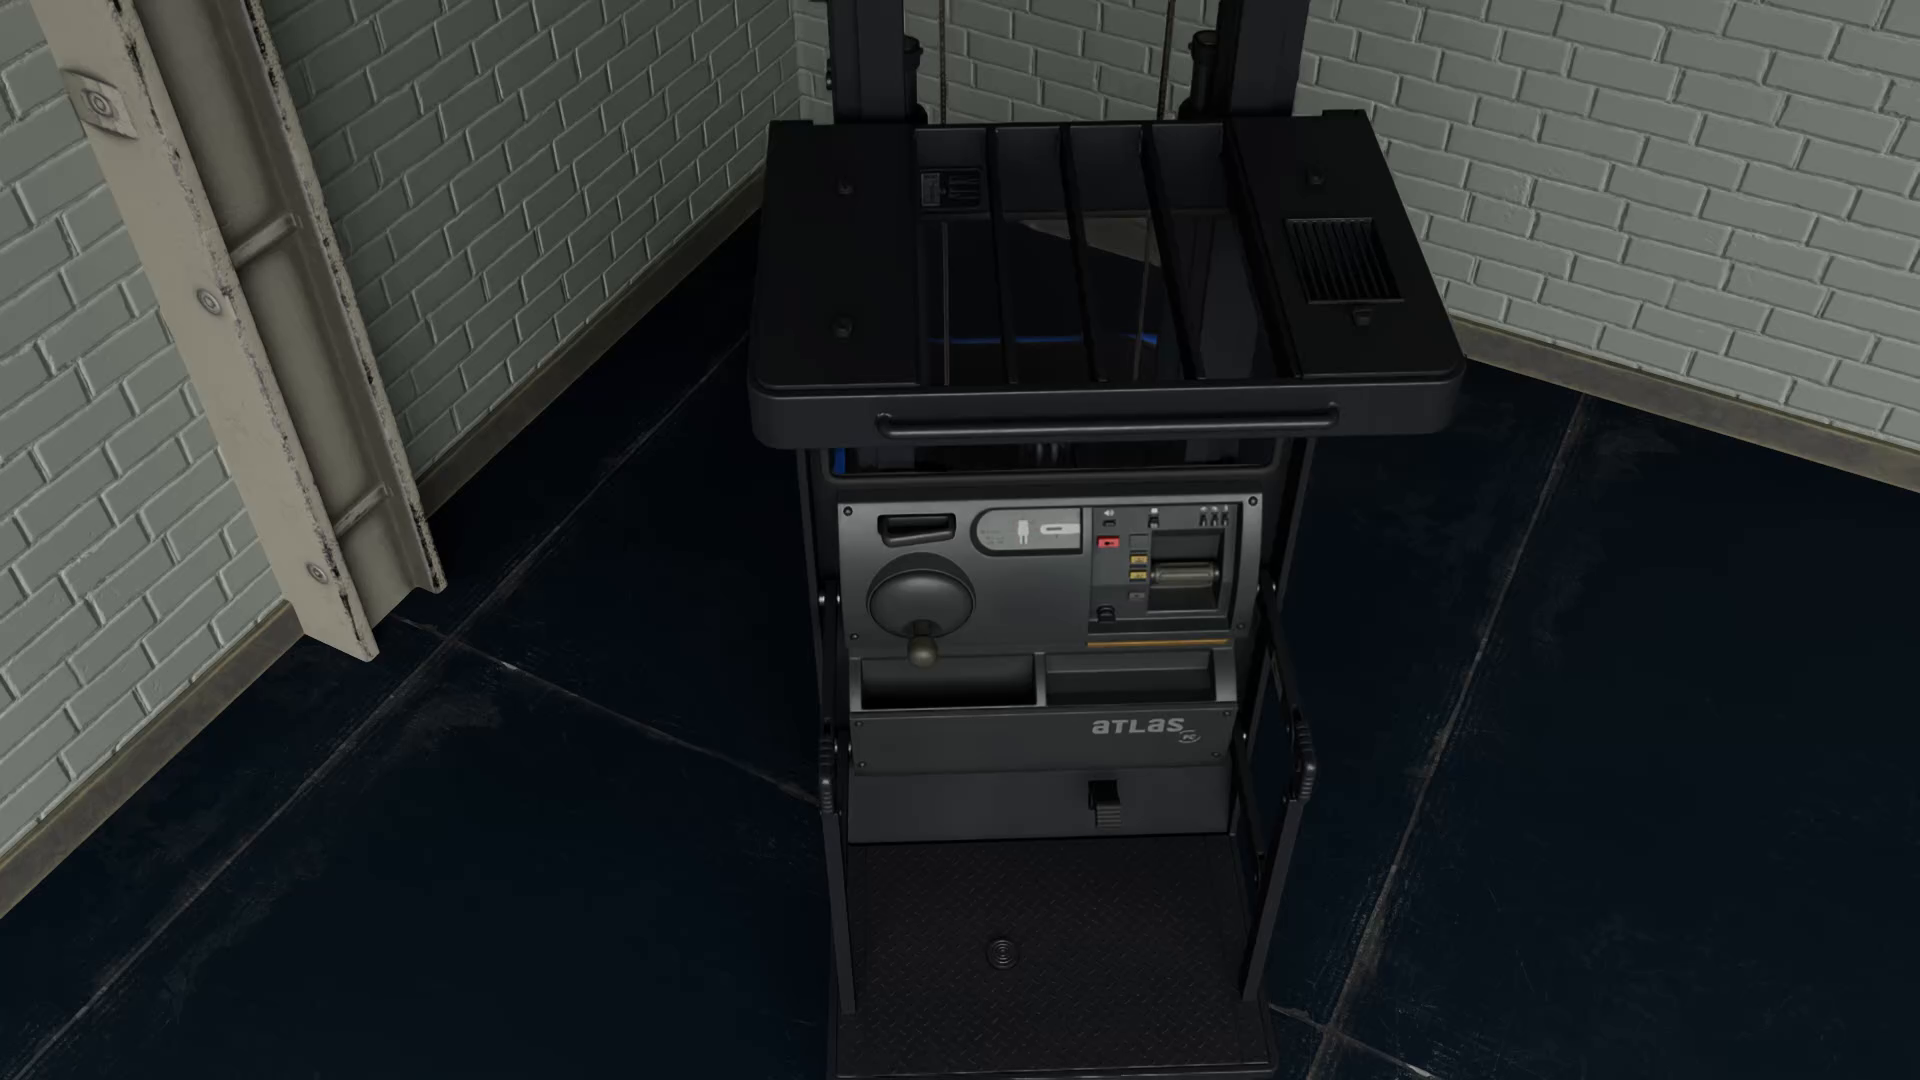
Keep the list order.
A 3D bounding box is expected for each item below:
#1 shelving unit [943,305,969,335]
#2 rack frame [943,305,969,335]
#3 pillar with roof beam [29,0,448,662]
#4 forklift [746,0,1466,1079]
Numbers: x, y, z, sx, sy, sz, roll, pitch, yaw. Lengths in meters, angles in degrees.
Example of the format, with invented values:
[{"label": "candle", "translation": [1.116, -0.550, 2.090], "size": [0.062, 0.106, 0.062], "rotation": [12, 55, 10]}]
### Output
[{"label": "shelving unit", "translation": [-0.047, -0.317, 5.431], "size": [0.210, 0.900, 0.258], "rotation": [-33, 54, -28]}, {"label": "rack frame", "translation": [0.028, -0.366, 5.479], "size": [0.006, 0.900, 0.240], "rotation": [-33, 54, -28]}, {"label": "pillar with roof beam", "translation": [1.863, -1.522, 0.927], "size": [9.100, 9.000, 0.400], "rotation": [20, 49, 19]}, {"label": "forklift", "translation": [0.209, 0.169, 3.522], "size": [1.130, 2.935, 3.031], "rotation": [-1, 45, -1]}]
